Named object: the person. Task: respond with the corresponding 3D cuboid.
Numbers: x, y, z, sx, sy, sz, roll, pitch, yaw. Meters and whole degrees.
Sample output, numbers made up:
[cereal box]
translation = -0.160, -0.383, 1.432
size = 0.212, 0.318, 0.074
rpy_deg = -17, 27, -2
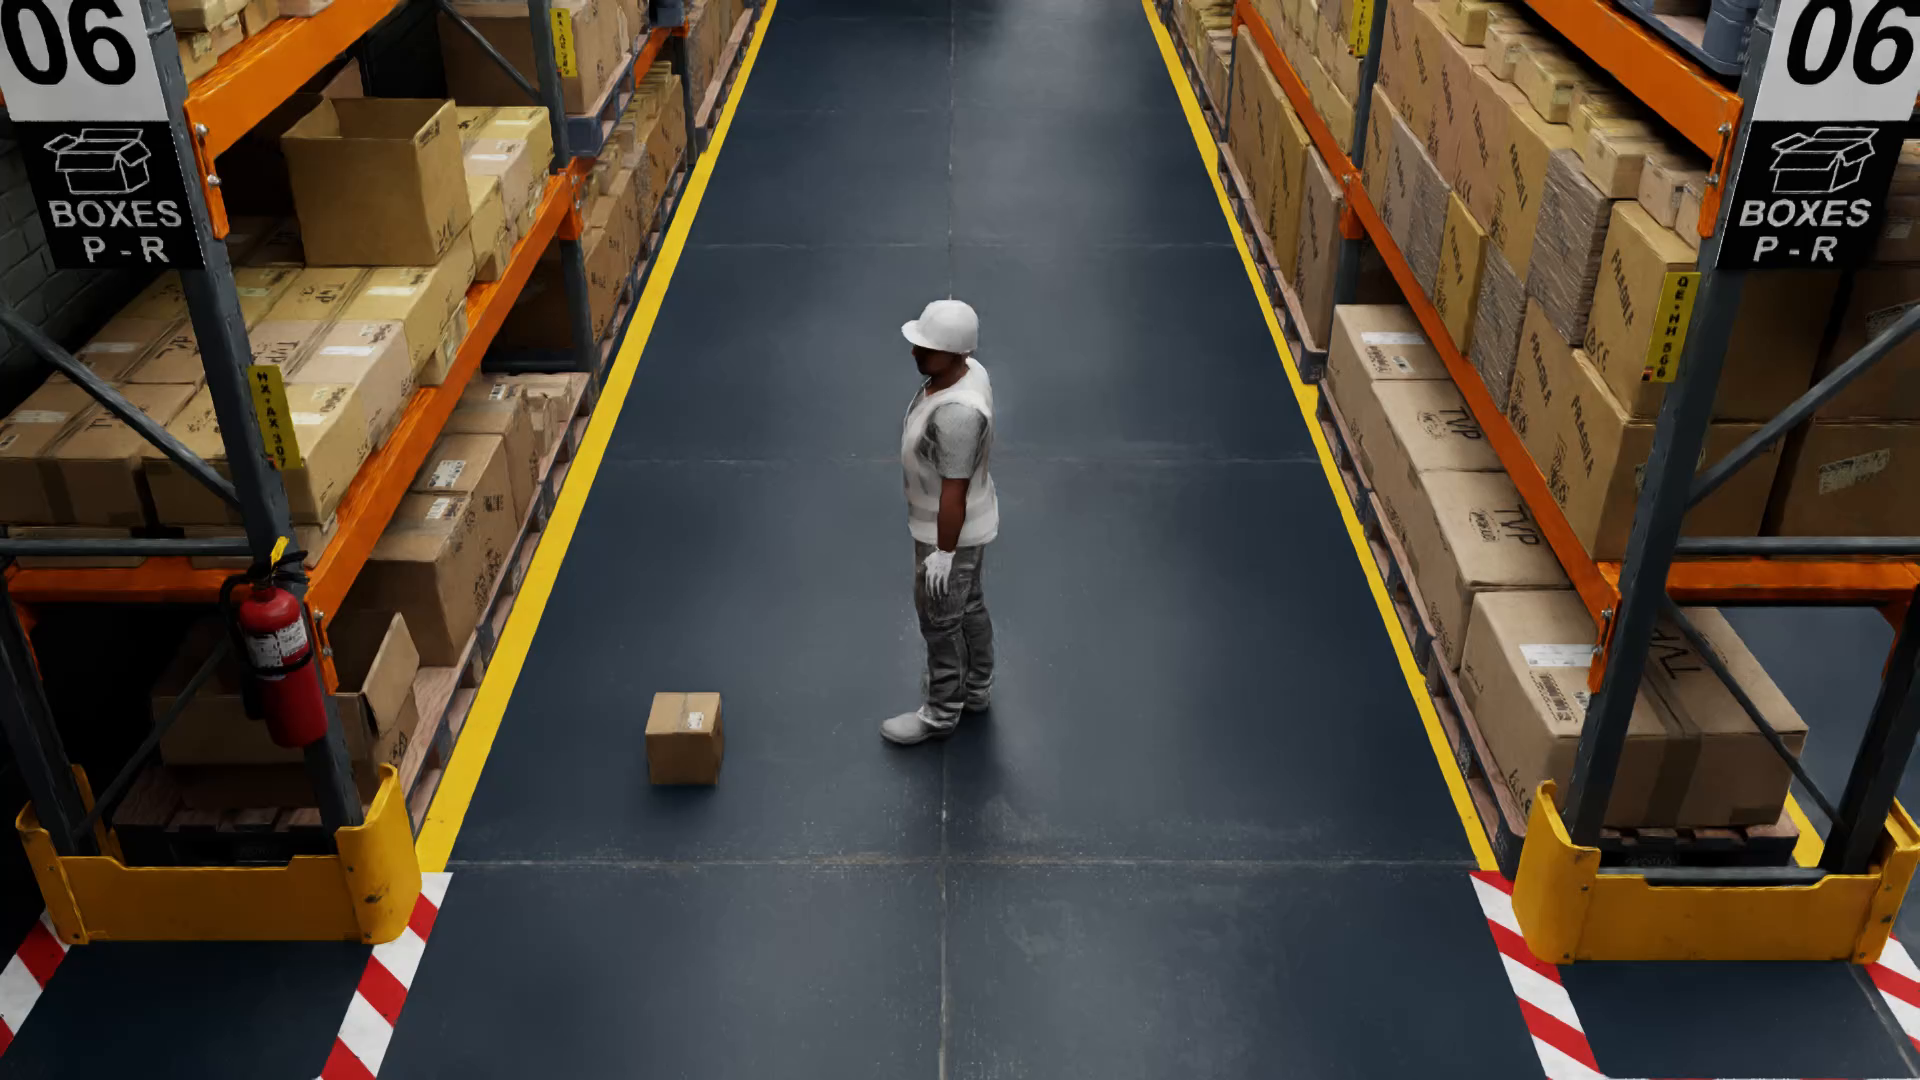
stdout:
[person]
translation = -0.080, -0.069, 6.185
size = 0.450, 1.791, 0.674
rpy_deg = 1, 31, 2
